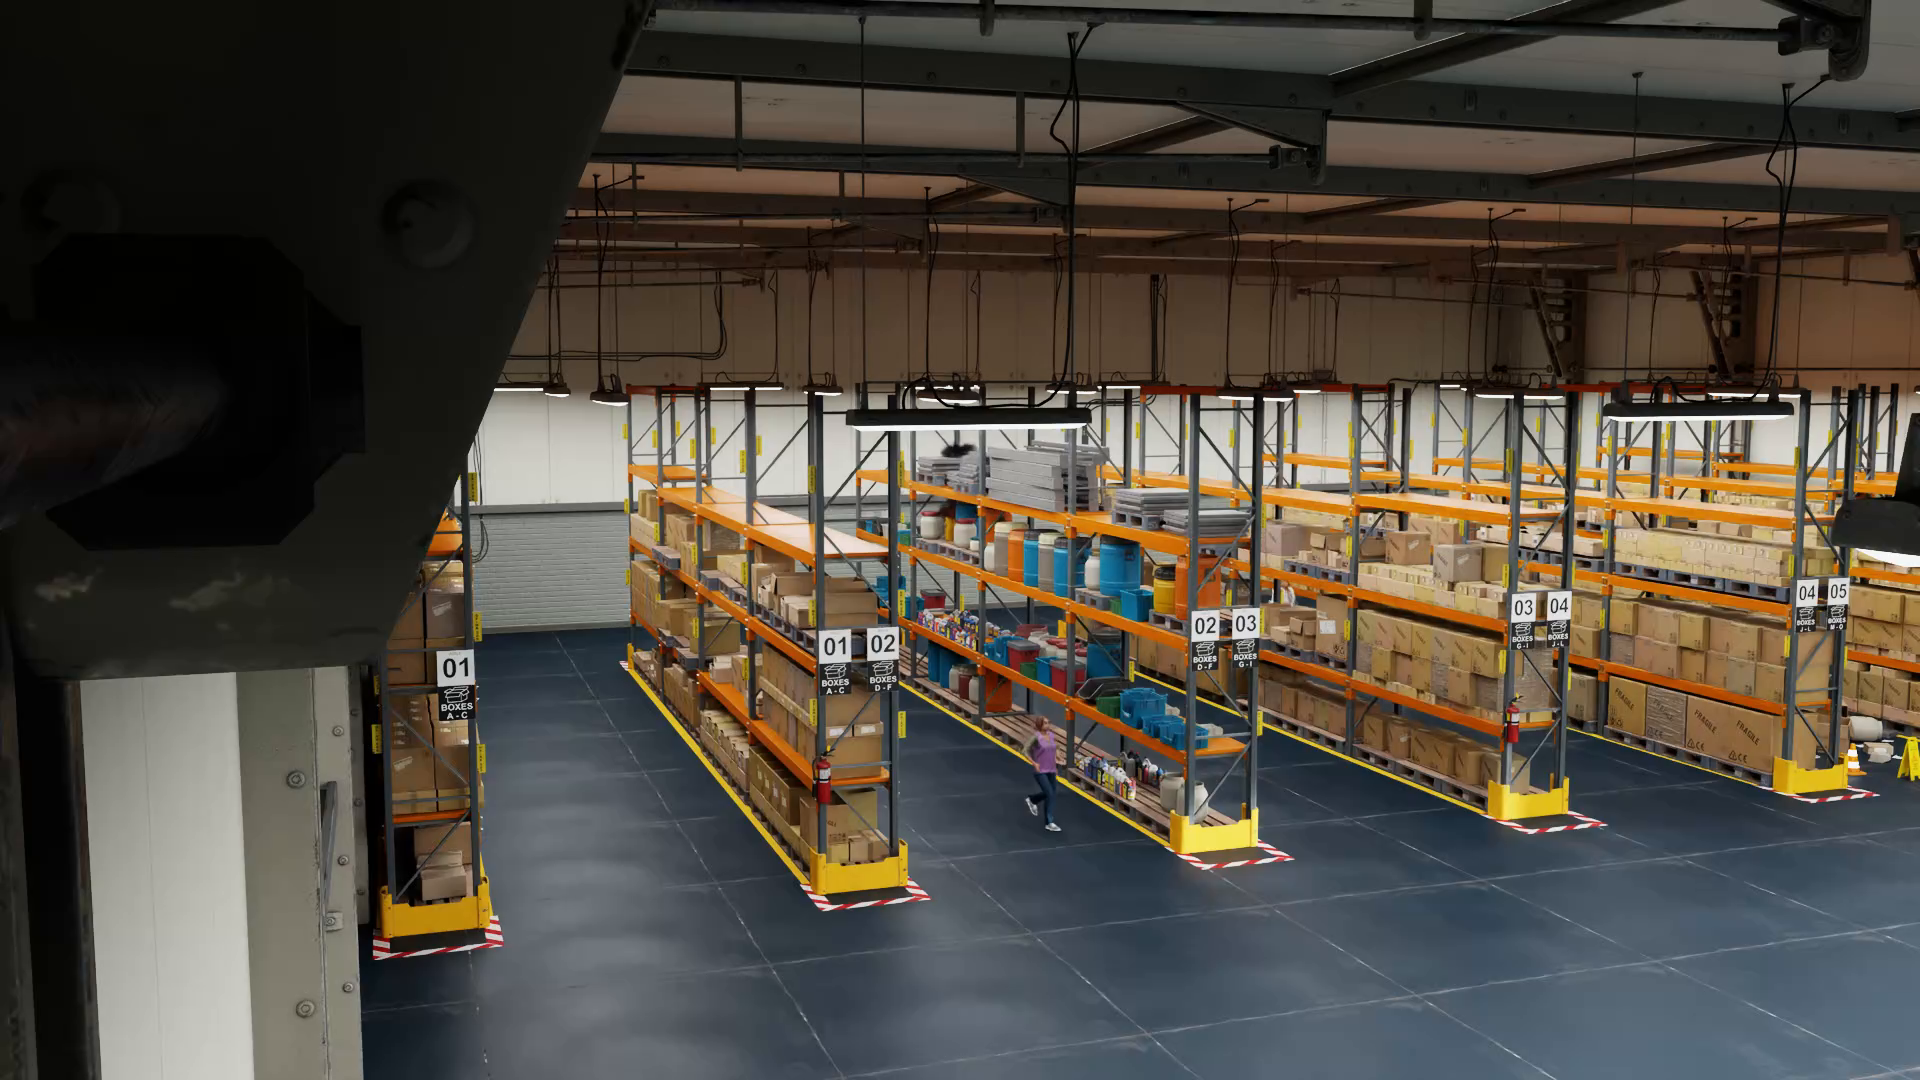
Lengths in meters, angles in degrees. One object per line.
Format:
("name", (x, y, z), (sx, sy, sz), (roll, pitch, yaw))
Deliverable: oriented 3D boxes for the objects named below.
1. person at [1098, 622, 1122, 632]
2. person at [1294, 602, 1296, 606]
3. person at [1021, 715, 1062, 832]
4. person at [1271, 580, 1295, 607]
("person", (3.047, 2.068, 32.937), (0.682, 1.812, 0.811), (-2, 6, -20))
("person", (8.133, 1.192, 41.389), (0.766, 1.824, 0.672), (-3, 7, -27))
("person", (1.127, 3.187, 22.927), (0.547, 1.563, 0.755), (-5, 8, -38))
("person", (7.056, 1.693, 36.173), (0.678, 1.809, 1.009), (-2, 6, -19))
